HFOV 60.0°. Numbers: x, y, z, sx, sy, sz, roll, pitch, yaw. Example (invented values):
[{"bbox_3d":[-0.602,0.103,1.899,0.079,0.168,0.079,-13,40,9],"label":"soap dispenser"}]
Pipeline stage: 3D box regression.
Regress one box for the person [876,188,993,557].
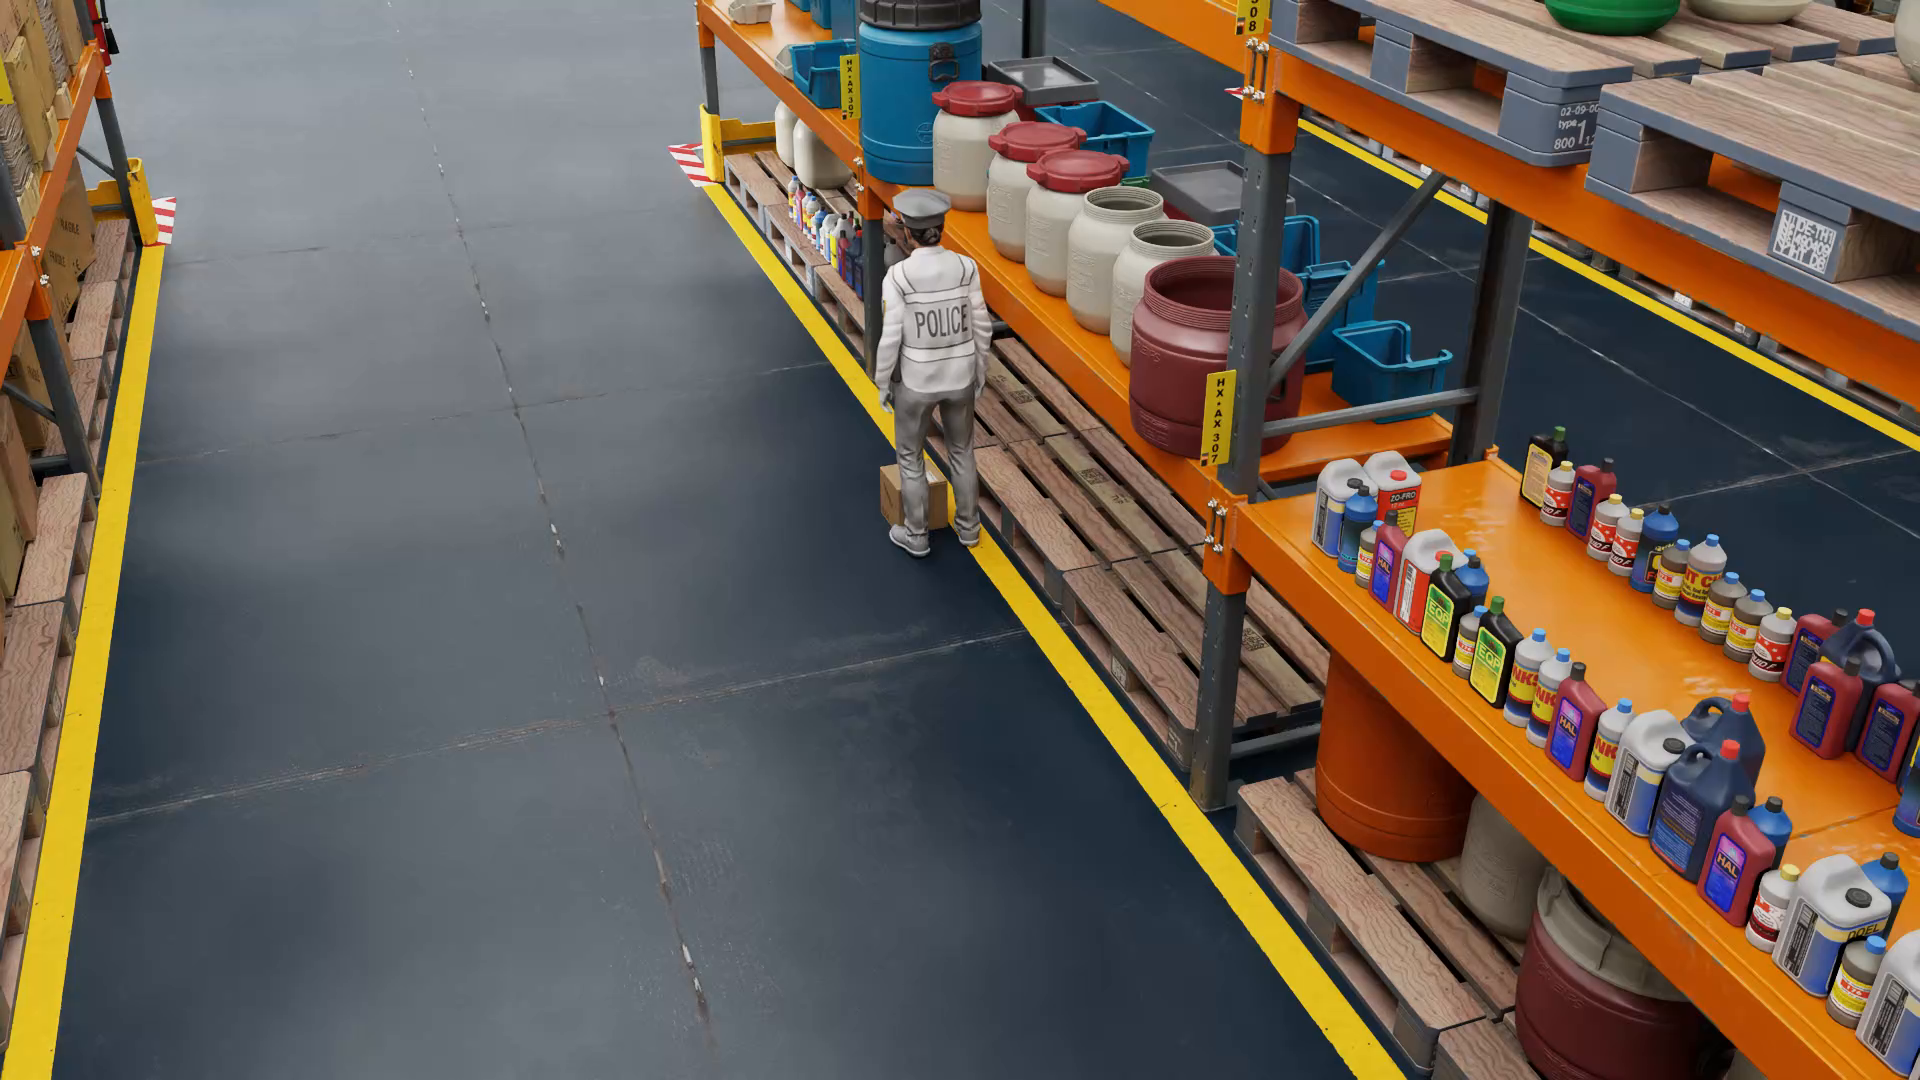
[{"bbox_3d":[-0.120,-0.704,7.345,0.526,1.662,0.375,-11,32,-18],"label":"person"}]
